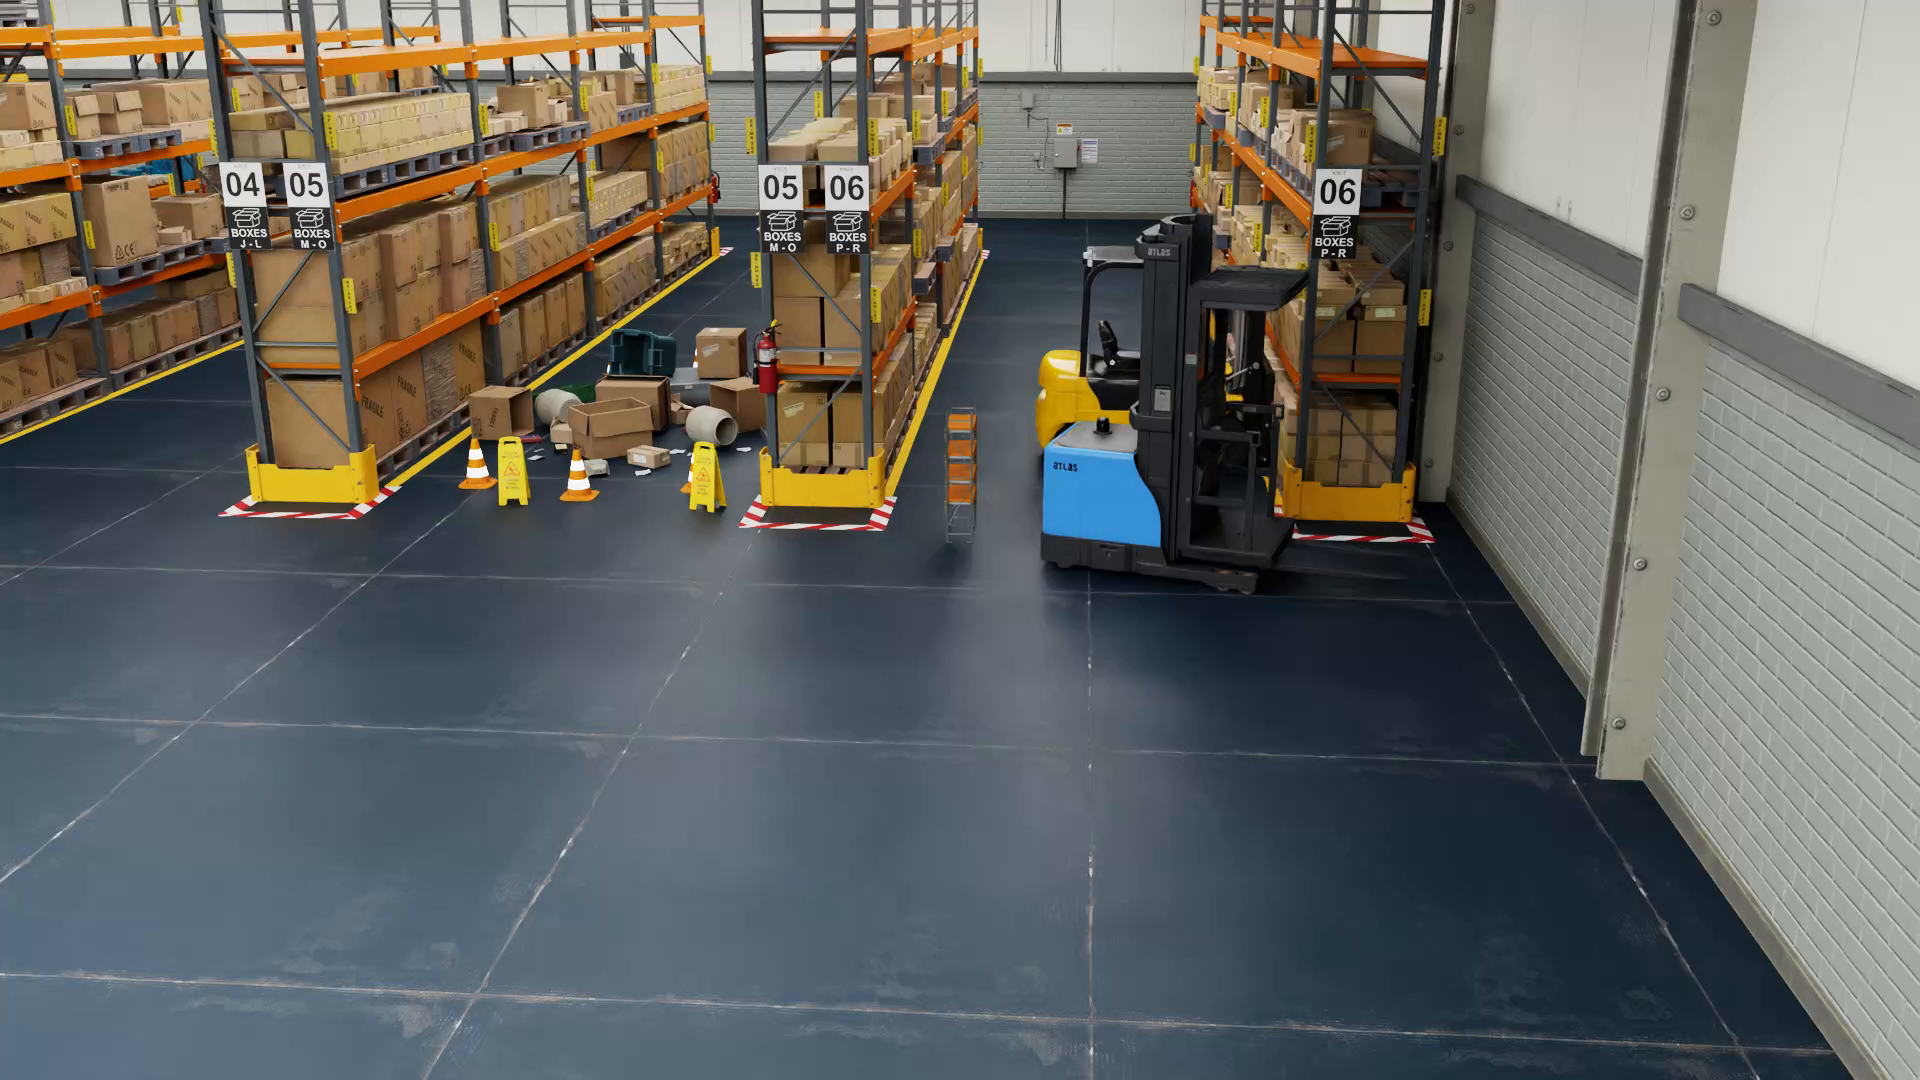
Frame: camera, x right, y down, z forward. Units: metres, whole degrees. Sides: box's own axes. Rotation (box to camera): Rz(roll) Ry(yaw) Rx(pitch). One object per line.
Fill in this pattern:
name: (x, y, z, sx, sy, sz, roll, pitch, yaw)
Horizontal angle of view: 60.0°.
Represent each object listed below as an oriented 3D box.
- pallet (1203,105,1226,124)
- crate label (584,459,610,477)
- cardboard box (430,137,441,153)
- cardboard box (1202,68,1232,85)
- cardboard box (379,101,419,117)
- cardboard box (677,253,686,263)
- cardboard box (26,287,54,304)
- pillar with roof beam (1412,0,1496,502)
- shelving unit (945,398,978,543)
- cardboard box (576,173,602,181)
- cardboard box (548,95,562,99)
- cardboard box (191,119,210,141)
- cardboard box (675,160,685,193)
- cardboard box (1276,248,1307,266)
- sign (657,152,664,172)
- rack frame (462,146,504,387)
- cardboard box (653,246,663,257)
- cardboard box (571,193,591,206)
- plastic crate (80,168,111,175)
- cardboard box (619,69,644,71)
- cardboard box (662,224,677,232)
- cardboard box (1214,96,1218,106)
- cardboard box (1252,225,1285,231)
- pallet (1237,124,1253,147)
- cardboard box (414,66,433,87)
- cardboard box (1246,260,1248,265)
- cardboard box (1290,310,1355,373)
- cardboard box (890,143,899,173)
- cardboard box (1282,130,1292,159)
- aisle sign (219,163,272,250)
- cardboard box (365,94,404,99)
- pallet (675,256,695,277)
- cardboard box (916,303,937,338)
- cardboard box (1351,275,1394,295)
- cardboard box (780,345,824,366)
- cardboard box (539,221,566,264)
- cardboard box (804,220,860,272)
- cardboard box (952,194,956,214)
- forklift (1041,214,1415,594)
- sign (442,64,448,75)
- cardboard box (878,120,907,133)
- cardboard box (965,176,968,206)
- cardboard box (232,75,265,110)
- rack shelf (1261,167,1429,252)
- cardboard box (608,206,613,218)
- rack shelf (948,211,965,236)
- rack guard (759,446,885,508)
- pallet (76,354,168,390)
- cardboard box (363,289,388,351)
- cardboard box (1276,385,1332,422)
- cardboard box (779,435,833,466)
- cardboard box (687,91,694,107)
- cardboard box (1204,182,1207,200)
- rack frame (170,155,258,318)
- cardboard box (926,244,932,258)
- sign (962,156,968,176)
pallet: (4.372, -6.523, 25.497, 1.213, 0.211, 1.003, 1, 18, 4)
crate label: (-3.715, -0.737, 16.952, 0.250, 0.136, 0.298, -9, 20, -25)
cardboard box: (-5.760, -4.209, 17.703, 0.380, 0.149, 0.250, 2, 18, 5)
cardboard box: (4.416, -7.917, 28.410, 0.500, 0.250, 0.500, 1, 18, 3)
cardboard box: (-5.797, -4.431, 17.100, 0.380, 0.149, 0.250, 2, 18, 5)
cardboard box: (-5.007, -4.931, 29.058, 0.380, 0.149, 0.250, 1, 18, 2)
cardboard box: (-10.654, -2.807, 19.076, 0.380, 0.149, 0.250, 1, 18, 4)
pillar with roof beam: (0.284, -4.804, 15.131, 9.100, 9.000, 0.400, 1, 18, 4)
shelving unit: (0.012, -0.622, 14.893, 0.258, 1.200, 0.503, 1, 18, 4)
cardboard box: (-5.907, -5.740, 26.398, 0.380, 0.149, 0.250, 2, 18, 5)
cardboard box: (-5.906, -5.990, 23.408, 0.500, 0.500, 0.500, 1, 18, 4)
cardboard box: (-10.445, -5.523, 22.384, 0.500, 0.250, 0.500, 1, 18, 4)
cardboard box: (-5.019, -6.223, 28.459, 0.500, 0.500, 0.500, 1, 18, 3)
cardboard box: (3.546, -2.986, 17.539, 0.380, 0.149, 0.250, 1, 18, 3)
sign: (-4.853, -6.115, 26.909, 0.100, 0.325, 0.005, 1, 18, 4)
rack frame: (-5.980, -3.092, 19.541, 1.000, 3.000, 0.127, 1, 18, 4)
cardboard box: (-5.175, -4.806, 27.722, 0.380, 0.149, 0.250, 2, 18, 6)
cardboard box: (-5.467, -4.837, 23.642, 0.380, 0.149, 0.250, 1, 18, 4)
plastic crate: (-14.972, -6.160, 28.705, 0.402, 0.464, 0.583, 1, 18, 4)
cardboard box: (-5.592, -7.942, 28.324, 0.380, 0.149, 0.250, 1, 18, 3)
cardboard box: (-5.396, -5.703, 30.458, 0.380, 0.149, 0.250, 2, 18, 5)
cardboard box: (4.000, -6.539, 24.814, 0.380, 0.149, 0.250, 1, 18, 3)
cardboard box: (3.781, -3.767, 20.401, 0.380, 0.149, 0.250, 1, 18, 4)
pallet: (4.243, -5.268, 21.669, 1.213, 0.211, 1.003, 2, 18, 6)
cardboard box: (-10.043, -8.518, 30.289, 0.700, 0.500, 0.500, 0, 18, 1)
cardboard box: (3.788, -3.304, 20.429, 0.500, 0.250, 0.500, 1, 18, 4)
cardboard box: (3.402, -1.867, 15.642, 0.500, 0.500, 0.500, 1, 18, 3)
cardboard box: (-0.906, -3.892, 16.929, 0.500, 0.250, 0.500, 2, 18, 5)
cardboard box: (3.506, -4.057, 17.052, 0.396, 0.266, 0.258, 1, 18, 3)
aisle sign: (-6.571, -3.069, 15.298, 0.394, 0.787, 0.004, 1, 18, 4)
cardboard box: (-6.362, -4.839, 18.344, 0.380, 0.149, 0.250, 1, 18, 3)
pallet: (-5.309, -4.840, 29.356, 1.003, 0.211, 1.213, 1, 18, 4)
cardboard box: (-0.799, -3.030, 22.900, 0.950, 0.372, 0.625, 0, 18, 0)
cardboard box: (3.923, -2.420, 15.811, 0.380, 0.149, 0.250, 2, 18, 5)
cardboard box: (-1.509, -1.772, 15.916, 0.380, 0.149, 0.250, 2, 18, 6)
cardboard box: (-5.531, -3.925, 21.925, 0.500, 0.500, 0.500, 1, 18, 3)
cardboard box: (-1.351, -3.067, 17.223, 0.700, 0.500, 0.500, 1, 18, 4)
cardboard box: (-0.330, -5.045, 24.941, 0.500, 0.250, 0.500, 2, 18, 5)
forklift: (2.261, -1.137, 13.685, 3.031, 2.935, 1.130, 7, 19, 20)
sign: (-9.519, -8.753, 30.706, 0.100, 0.325, 0.005, 1, 18, 4)
cardboard box: (-0.783, -4.512, 18.180, 0.380, 0.149, 0.250, 1, 18, 3)
cardboard box: (-0.127, -5.841, 27.770, 0.500, 0.500, 0.500, 1, 18, 4)
cardboard box: (-10.687, -6.610, 24.625, 0.500, 0.500, 0.500, 2, 18, 7)
rack shelf: (3.772, -3.365, 16.714, 1.077, 0.370, 4.000, 1, 18, 4)
cardboard box: (-5.387, -4.882, 24.735, 0.380, 0.149, 0.250, 2, 18, 6)
rack shelf: (-0.605, -4.534, 25.099, 1.077, 0.370, 4.000, 1, 18, 4)
rack guard: (-1.317, -0.606, 15.969, 1.175, 0.500, 0.348, 1, 18, 4)
pallet: (-10.866, -2.150, 21.147, 1.003, 0.211, 1.213, 1, 18, 4)
cardboard box: (-6.268, -2.208, 16.604, 0.875, 0.550, 0.550, 1, 18, 4)
cardboard box: (3.382, -1.337, 16.323, 0.500, 0.250, 0.500, 2, 18, 5)
cardboard box: (-1.531, -0.928, 16.678, 0.500, 0.250, 0.500, 1, 18, 4)
cardboard box: (-4.967, -7.713, 29.069, 0.500, 0.250, 0.500, 2, 18, 6)
cardboard box: (4.304, -5.777, 27.500, 0.500, 0.250, 0.500, 1, 18, 4)
rack frame: (-10.633, -4.476, 23.766, 1.000, 3.000, 0.127, 1, 18, 4)
cardboard box: (-0.559, -3.662, 21.009, 0.380, 0.149, 0.250, 2, 18, 6)
sign: (0.080, -6.001, 26.687, 0.100, 0.325, 0.005, 1, 18, 4)
